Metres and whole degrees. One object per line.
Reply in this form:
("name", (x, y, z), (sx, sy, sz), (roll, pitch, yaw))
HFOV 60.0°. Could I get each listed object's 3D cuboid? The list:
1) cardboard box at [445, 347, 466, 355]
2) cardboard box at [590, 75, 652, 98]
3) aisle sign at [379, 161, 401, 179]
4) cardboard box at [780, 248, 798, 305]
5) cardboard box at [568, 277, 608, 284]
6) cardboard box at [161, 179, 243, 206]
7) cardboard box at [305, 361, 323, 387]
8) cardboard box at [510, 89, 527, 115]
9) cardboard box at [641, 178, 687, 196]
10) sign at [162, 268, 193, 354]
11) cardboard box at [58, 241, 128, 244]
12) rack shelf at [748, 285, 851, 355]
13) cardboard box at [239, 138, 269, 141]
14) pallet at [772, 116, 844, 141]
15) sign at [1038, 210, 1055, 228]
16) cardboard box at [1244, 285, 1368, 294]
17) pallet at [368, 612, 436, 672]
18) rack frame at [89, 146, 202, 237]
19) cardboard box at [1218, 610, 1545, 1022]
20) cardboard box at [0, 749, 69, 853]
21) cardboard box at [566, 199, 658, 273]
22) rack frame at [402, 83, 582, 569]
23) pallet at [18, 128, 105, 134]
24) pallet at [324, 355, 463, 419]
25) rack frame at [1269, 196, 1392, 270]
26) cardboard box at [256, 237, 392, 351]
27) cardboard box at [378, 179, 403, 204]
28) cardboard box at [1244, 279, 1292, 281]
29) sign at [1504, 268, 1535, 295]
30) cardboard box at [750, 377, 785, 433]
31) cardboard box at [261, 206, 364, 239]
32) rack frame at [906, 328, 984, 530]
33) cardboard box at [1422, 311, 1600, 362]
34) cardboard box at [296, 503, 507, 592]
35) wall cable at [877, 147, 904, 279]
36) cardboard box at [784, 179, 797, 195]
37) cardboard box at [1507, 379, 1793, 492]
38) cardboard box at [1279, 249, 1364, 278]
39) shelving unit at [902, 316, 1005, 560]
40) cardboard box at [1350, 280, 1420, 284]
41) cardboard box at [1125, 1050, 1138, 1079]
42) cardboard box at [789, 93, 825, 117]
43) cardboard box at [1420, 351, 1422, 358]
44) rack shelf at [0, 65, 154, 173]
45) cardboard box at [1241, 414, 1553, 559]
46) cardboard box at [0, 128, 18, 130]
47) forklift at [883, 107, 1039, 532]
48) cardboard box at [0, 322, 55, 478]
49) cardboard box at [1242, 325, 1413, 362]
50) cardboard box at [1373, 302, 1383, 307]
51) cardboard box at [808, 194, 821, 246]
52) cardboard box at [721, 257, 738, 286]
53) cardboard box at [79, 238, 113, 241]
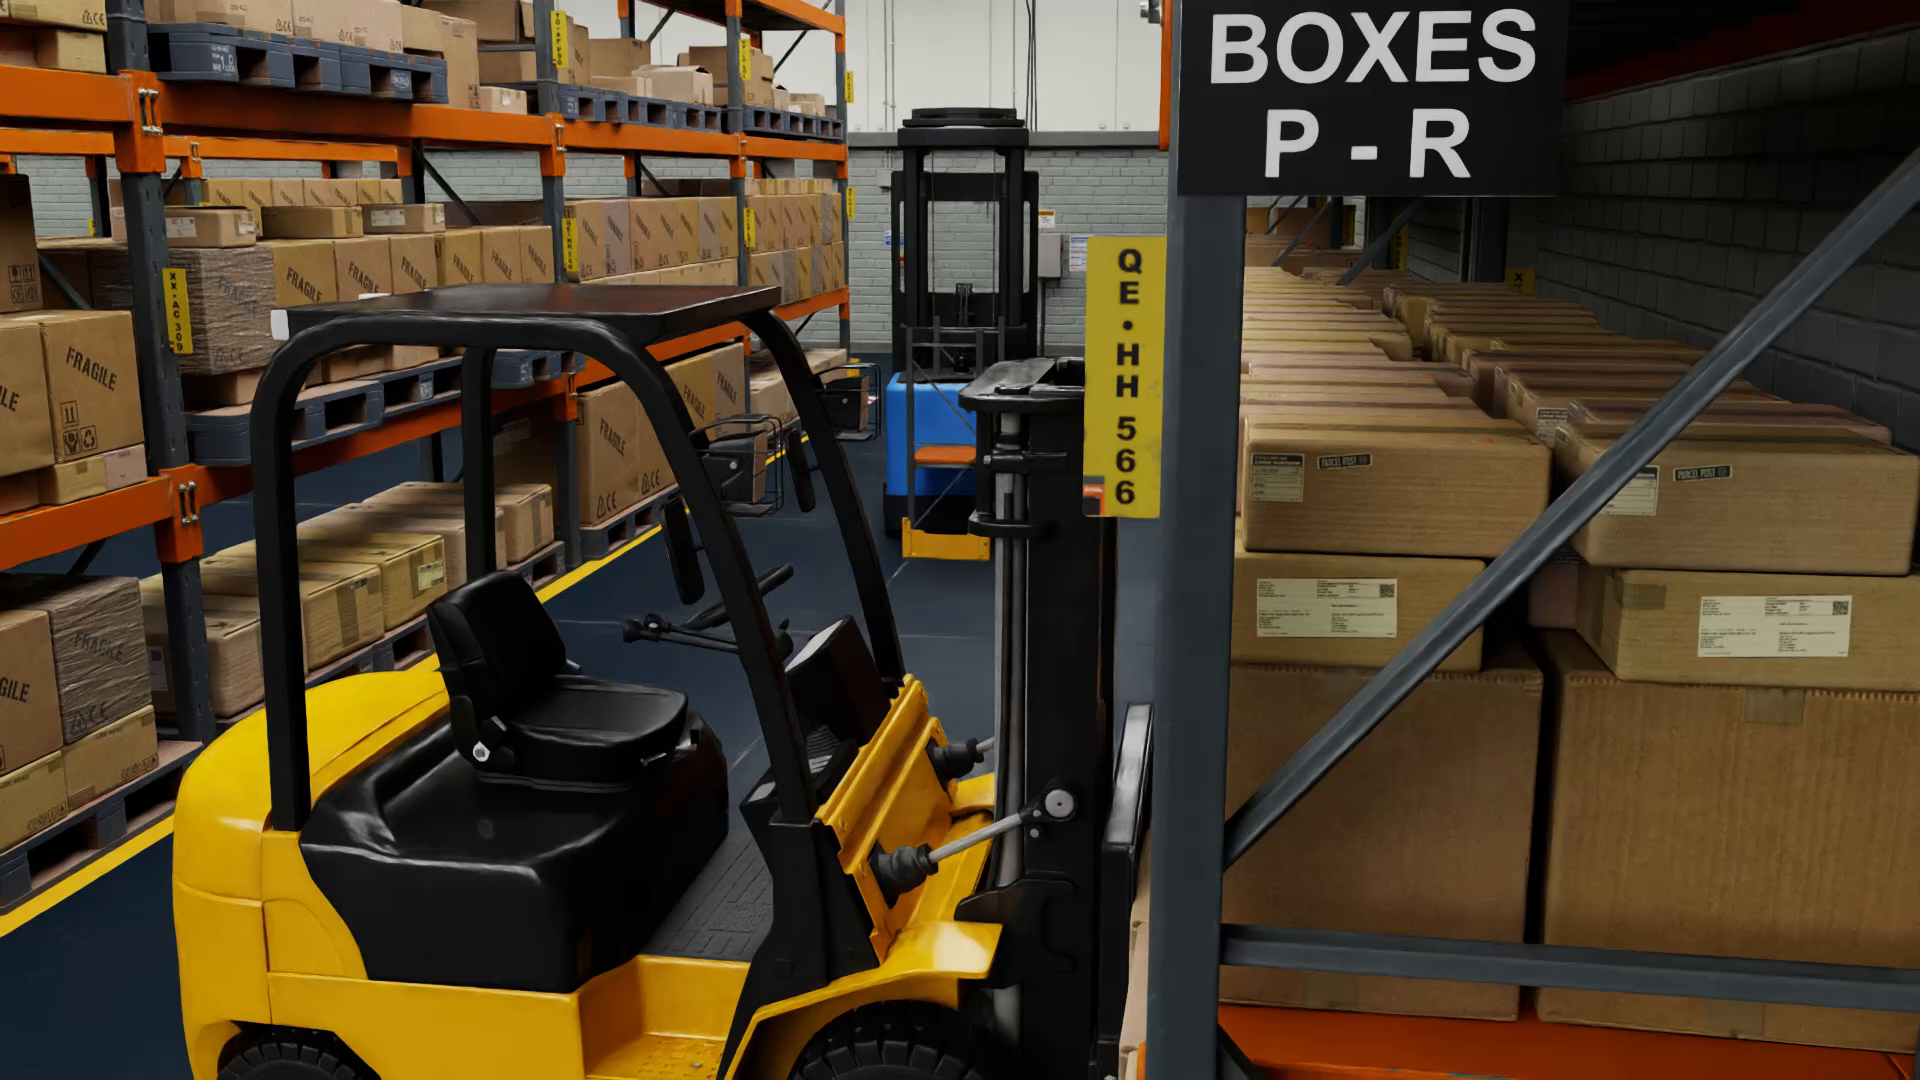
("cardboard box", (-2.803, -1.094, 9.049), (0.380, 0.149, 0.250), (2, 12, 10))
("cardboard box", (-2.473, -3.301, 12.128), (0.380, 0.166, 0.250), (3, 13, 13))
("aisle sign", (-6.315, -4.390, 18.574), (0.394, 0.787, 0.004), (2, 12, 9))
("cardboard box", (-1.836, -2.488, 15.681), (0.500, 0.500, 0.500), (2, 12, 9))
("cardboard box", (-2.624, -1.578, 10.864), (0.500, 0.250, 0.500), (2, 12, 8))
("cardboard box", (-6.927, -3.050, 15.211), (0.500, 0.500, 0.500), (2, 12, 10))
("cardboard box", (-3.149, -0.777, 7.579), (0.380, 0.149, 0.250), (3, 12, 12))
("cardboard box", (-2.787, -2.580, 9.823), (0.380, 0.149, 0.250), (2, 12, 9))
("cardboard box", (-2.598, -3.071, 14.473), (0.380, 0.149, 0.250), (2, 12, 7))
("sign", (-3.024, -0.884, 6.420), (0.100, 0.325, 0.005), (2, 12, 9))
("cardboard box", (-3.642, -1.083, 7.459), (0.500, 0.500, 0.500), (2, 12, 9))
("rack shelf", (-2.023, -2.207, 16.320), (1.077, 0.370, 4.000), (2, 12, 9))
("cardboard box", (-6.838, -3.867, 15.551), (0.500, 0.250, 0.500), (2, 12, 8))
("pallet", (-1.819, -4.243, 17.151), (1.003, 0.211, 1.213), (2, 12, 9))
("sign", (1.159, -4.499, 23.291), (0.339, 0.242, 0.001), (2, 12, 9))
("cardboard box", (1.068, -0.713, 5.200), (0.380, 0.149, 0.250), (2, 12, 10))
("pallet", (-3.258, 0.470, 8.813), (1.003, 0.211, 1.213), (2, 12, 9))
("rack frame", (-7.238, -2.281, 14.959), (1.000, 3.000, 0.127), (2, 12, 9))
("cardboard box", (0.545, 0.356, 2.483), (0.500, 0.500, 0.500), (2, 12, 7))
("cardboard box", (-3.459, 0.905, 5.703), (0.500, 0.250, 0.500), (2, 12, 7))
("cardboard box", (-2.467, -2.152, 11.750), (0.500, 0.500, 0.500), (2, 12, 10))
("rack frame", (-2.946, -1.309, 10.449), (1.000, 3.000, 0.127), (2, 12, 9))
("pallet", (-7.594, -3.315, 13.080), (1.213, 0.211, 1.003), (2, 12, 9))
("pallet", (-3.210, -0.802, 8.551), (1.003, 0.211, 1.213), (2, 12, 9))
("rack frame", (1.959, -1.149, 9.706), (1.000, 3.000, 0.127), (2, 12, 9))
("cardboard box", (-3.040, -1.171, 7.868), (0.500, 0.500, 0.500), (2, 12, 8))
("cardboard box", (-6.447, -3.694, 18.196), (0.500, 0.500, 0.500), (2, 12, 7))
("cardboard box", (1.431, -1.189, 8.115), (0.380, 0.149, 0.250), (2, 12, 10))
("sign", (1.893, -0.761, 5.661), (0.100, 0.325, 0.005), (2, 12, 9))
("cardboard box", (-2.128, -1.222, 15.128), (0.875, 0.438, 0.875), (2, 12, 8))
("cardboard box", (-3.074, -1.509, 7.896), (0.380, 0.149, 0.250), (3, 12, 12))
("rack frame", (-0.095, -0.618, 10.793), (0.500, 1.500, 0.032), (2, 12, 9))
("cardboard box", (1.365, -0.486, 4.146), (0.380, 0.149, 0.250), (2, 12, 8))
("cardboard box", (-3.148, 0.041, 9.423), (0.950, 0.372, 0.625), (2, 12, 8))
("wall cable", (-0.872, -4.661, 23.516), (0.585, 1.953, 0.123), (2, 12, 9))
("cardboard box", (-1.773, -3.370, 15.862), (0.380, 0.149, 0.250), (2, 12, 9))
("cardboard box", (1.092, -0.167, 2.665), (0.380, 0.149, 0.250), (2, 12, 10))
("cardboard box", (2.193, -1.505, 10.125), (0.500, 0.500, 0.500), (2, 12, 11))
("shelving unit", (-0.013, -0.725, 11.292), (0.587, 1.500, 1.083), (2, 12, 9))
("cardboard box", (2.037, -1.171, 8.030), (0.380, 0.149, 0.250), (2, 12, 8))
("cardboard box", (0.491, 1.060, 2.610), (0.500, 0.250, 0.500), (2, 12, 11))
("cardboard box", (-1.696, -4.525, 17.373), (0.500, 0.250, 0.500), (1, 12, 3))
("cardboard box", (1.493, -0.444, 4.657), (0.380, 0.149, 0.250), (2, 12, 9))
("rack shelf", (-3.869, -1.175, 4.413), (1.077, 0.370, 4.000), (2, 12, 9))
("cardboard box", (0.576, -0.077, 2.246), (0.380, 0.149, 0.250), (2, 12, 9))
("cardboard box", (-7.360, -3.283, 12.248), (0.500, 0.500, 0.500), (2, 12, 9))
("forklift", (0.043, -1.749, 12.654), (1.130, 2.935, 3.031), (0, 12, 2))
("cardboard box", (-3.456, -0.463, 5.578), (0.500, 0.500, 0.500), (2, 12, 11))
("cardboard box", (0.806, -0.396, 3.729), (0.380, 0.149, 0.250), (2, 12, 9))
("cardboard box", (1.742, -0.855, 6.563), (0.380, 0.149, 0.250), (2, 12, 8))
("cardboard box", (-1.685, -3.192, 16.572), (0.500, 0.500, 0.500), (2, 12, 8))
("cardboard box", (-2.158, -2.213, 13.813), (0.500, 0.250, 0.500), (2, 12, 9))
("cardboard box", (-7.189, -2.455, 13.952), (0.380, 0.149, 0.250), (1, 12, 7))
